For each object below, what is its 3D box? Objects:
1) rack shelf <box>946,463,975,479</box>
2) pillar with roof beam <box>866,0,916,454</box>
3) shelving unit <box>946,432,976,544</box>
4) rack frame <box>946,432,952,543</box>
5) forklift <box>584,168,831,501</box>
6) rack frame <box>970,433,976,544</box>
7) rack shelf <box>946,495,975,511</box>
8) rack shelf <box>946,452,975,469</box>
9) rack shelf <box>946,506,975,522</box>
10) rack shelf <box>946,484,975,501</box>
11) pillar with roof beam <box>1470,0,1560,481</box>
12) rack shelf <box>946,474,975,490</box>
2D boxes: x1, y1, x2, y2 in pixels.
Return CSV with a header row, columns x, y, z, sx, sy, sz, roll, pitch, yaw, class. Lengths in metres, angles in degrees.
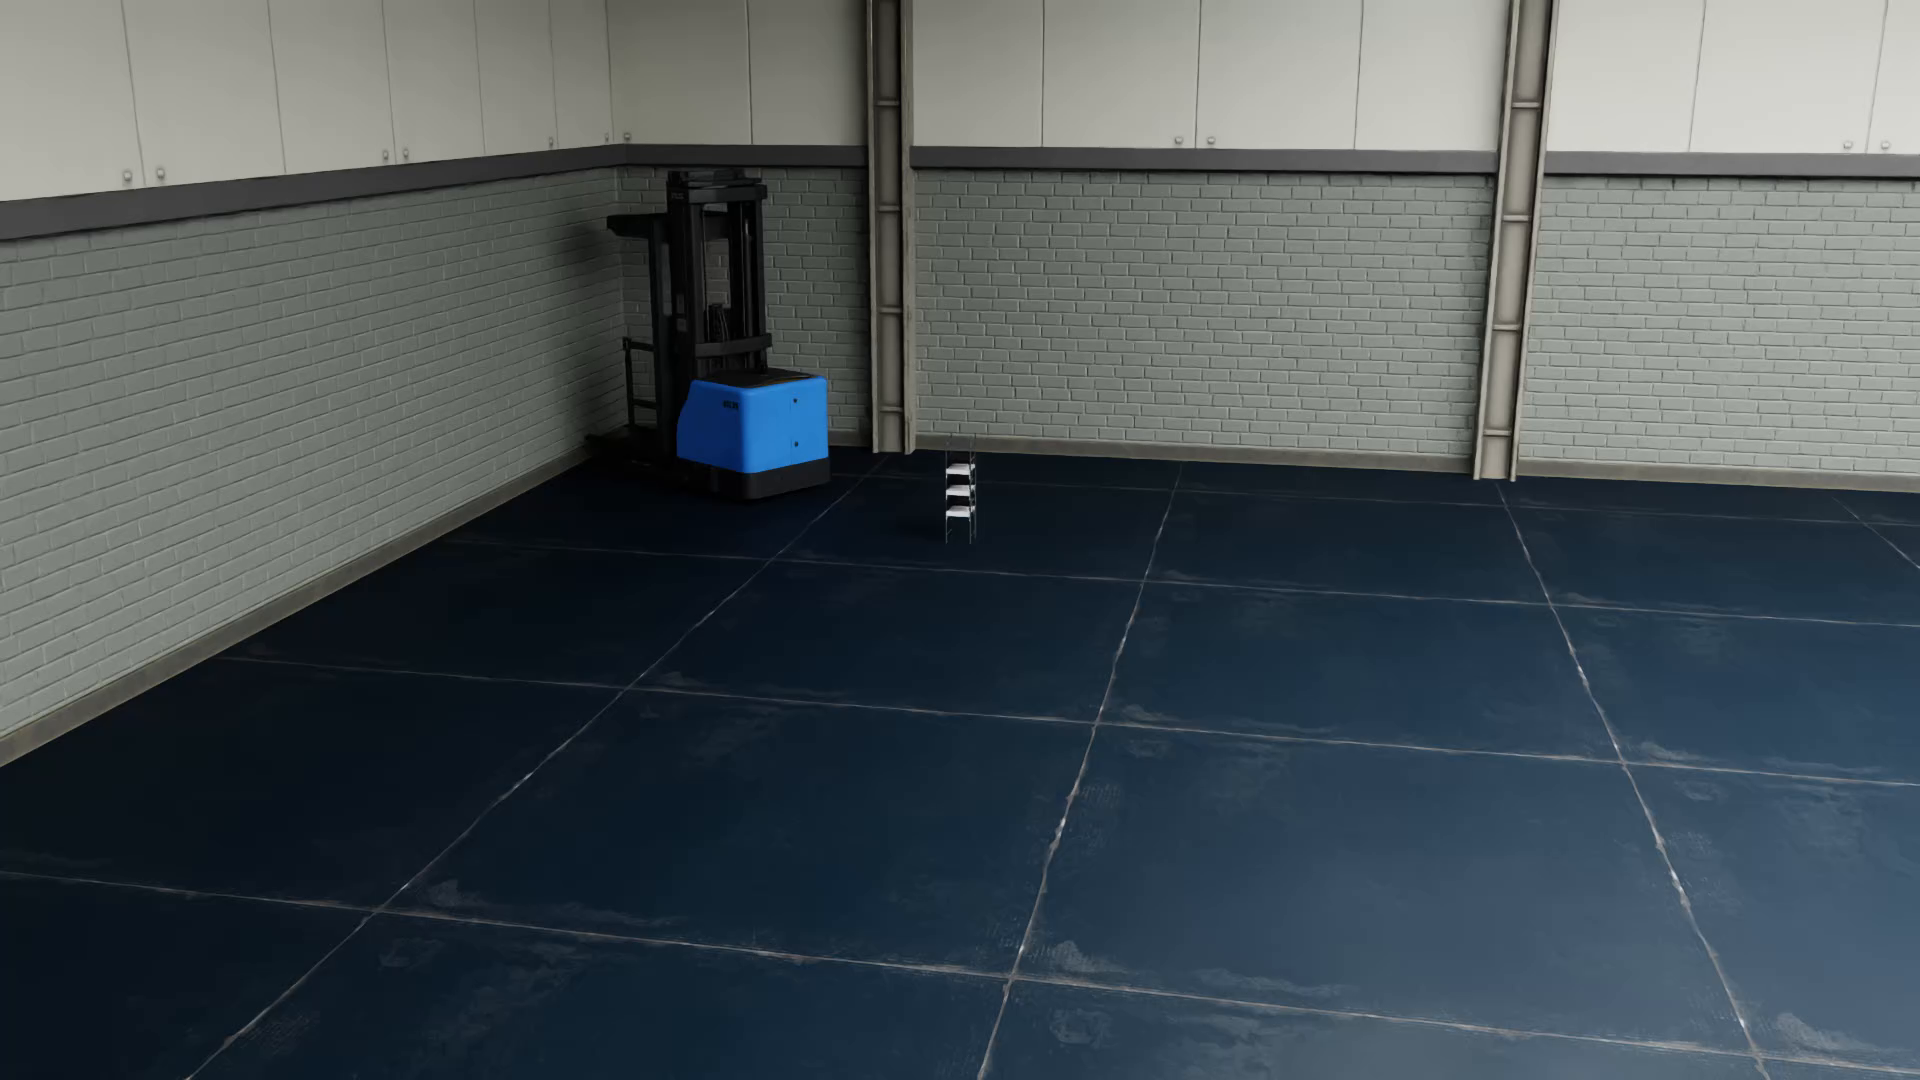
x,y,z,sx,sy,sz,roll,pitch,yaw,class
0.008,-0.575,13.831,0.200,0.077,0.258,3,16,11,rack shelf
-1.544,-4.145,12.098,0.400,9.000,9.100,3,16,11,pillar with roof beam
0.008,-0.433,13.870,0.210,0.900,0.258,3,16,11,shelving unit
-0.092,-0.439,13.890,0.006,0.900,0.240,3,16,11,rack frame
-2.642,-2.077,16.001,3.031,2.935,1.130,14,21,41,forklift
0.108,-0.428,13.851,0.006,0.900,0.240,3,16,11,rack frame
0.008,-0.314,13.903,0.200,0.077,0.258,3,16,11,rack shelf
0.008,-0.661,13.807,0.200,0.077,0.258,3,16,11,rack shelf
0.008,-0.228,13.927,0.200,0.077,0.258,3,16,11,rack shelf
0.008,-0.401,13.879,0.200,0.077,0.258,3,16,11,rack shelf
4.336,-3.826,10.946,0.400,9.000,9.100,3,16,11,pillar with roof beam
0.008,-0.488,13.855,0.200,0.077,0.258,3,16,11,rack shelf
